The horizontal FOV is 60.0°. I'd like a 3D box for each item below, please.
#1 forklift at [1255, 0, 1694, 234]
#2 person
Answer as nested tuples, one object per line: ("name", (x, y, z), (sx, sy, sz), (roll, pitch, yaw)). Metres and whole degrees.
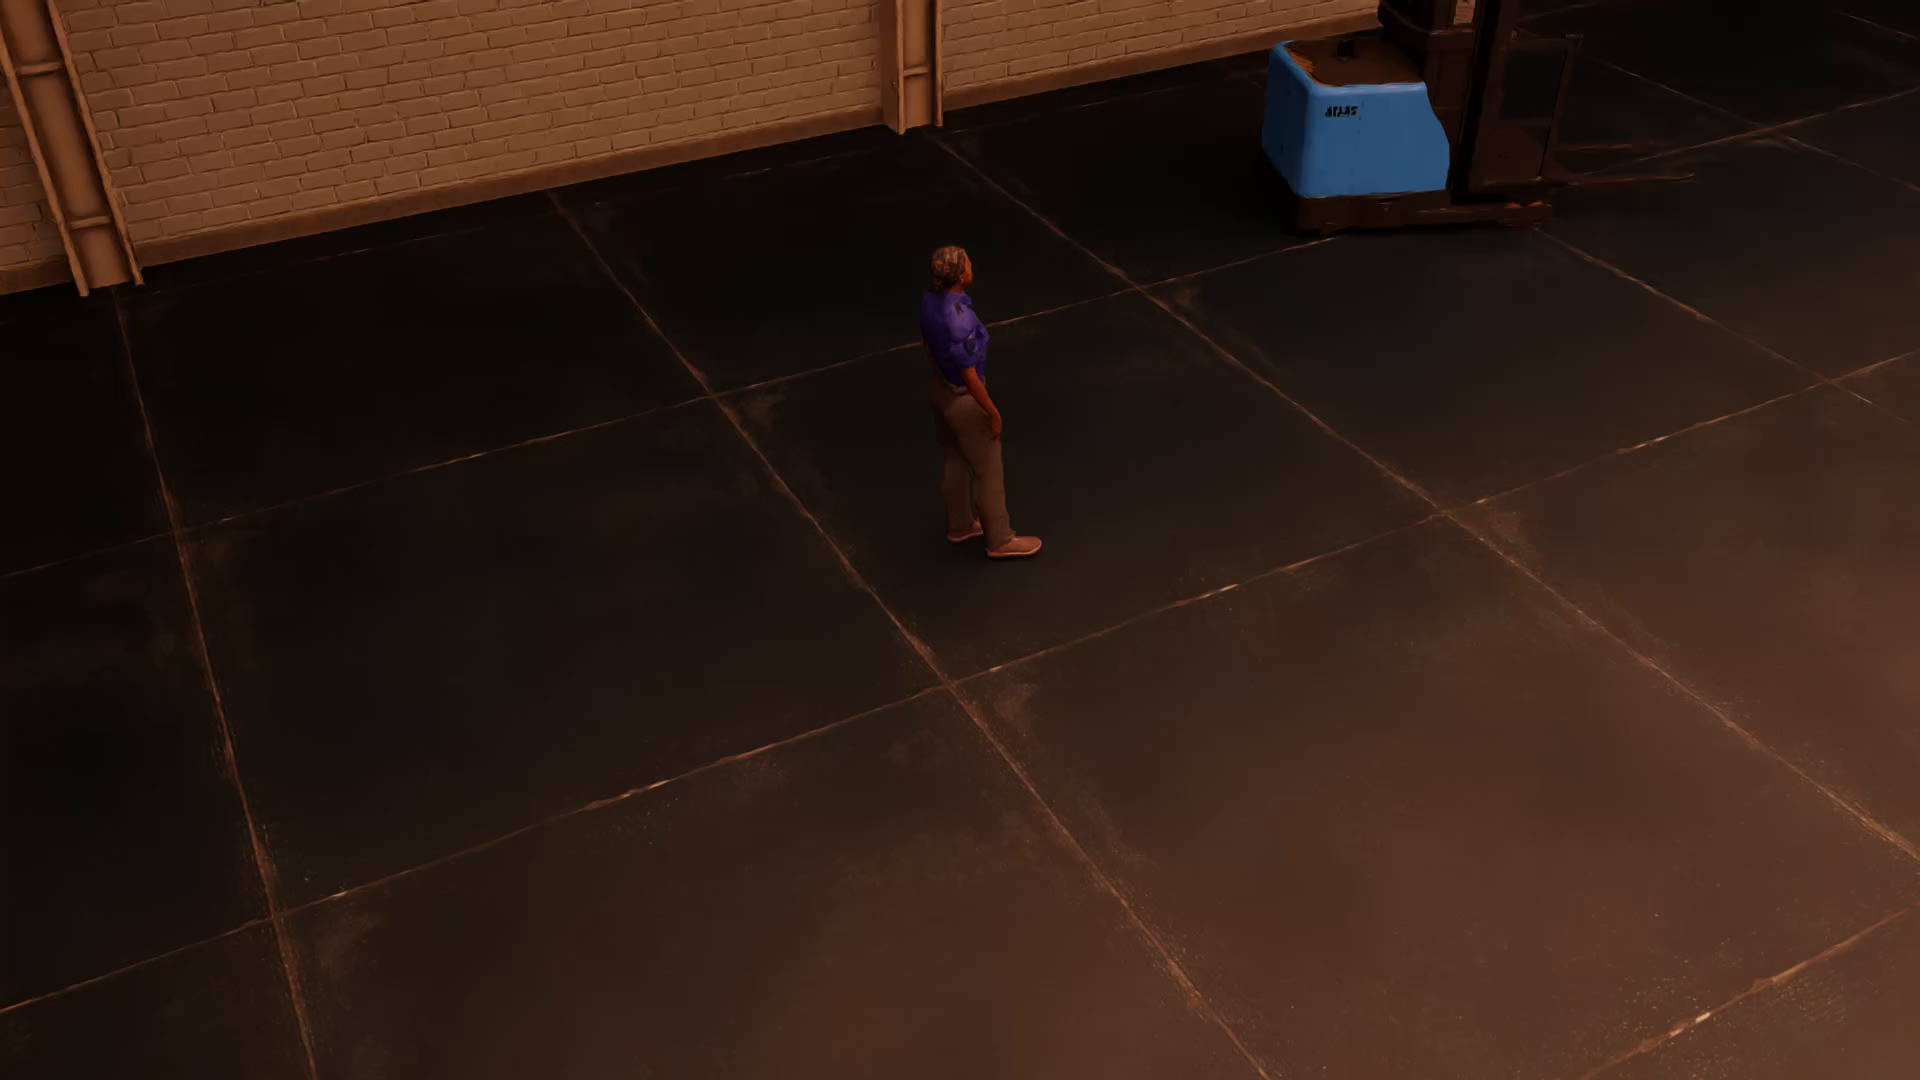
("forklift", (3.755, -3.716, 11.380), (3.031, 2.935, 1.130), (-5, 36, -7))
("person", (0.087, -0.695, 8.200), (0.503, 1.654, 0.570), (-17, 39, -23))
